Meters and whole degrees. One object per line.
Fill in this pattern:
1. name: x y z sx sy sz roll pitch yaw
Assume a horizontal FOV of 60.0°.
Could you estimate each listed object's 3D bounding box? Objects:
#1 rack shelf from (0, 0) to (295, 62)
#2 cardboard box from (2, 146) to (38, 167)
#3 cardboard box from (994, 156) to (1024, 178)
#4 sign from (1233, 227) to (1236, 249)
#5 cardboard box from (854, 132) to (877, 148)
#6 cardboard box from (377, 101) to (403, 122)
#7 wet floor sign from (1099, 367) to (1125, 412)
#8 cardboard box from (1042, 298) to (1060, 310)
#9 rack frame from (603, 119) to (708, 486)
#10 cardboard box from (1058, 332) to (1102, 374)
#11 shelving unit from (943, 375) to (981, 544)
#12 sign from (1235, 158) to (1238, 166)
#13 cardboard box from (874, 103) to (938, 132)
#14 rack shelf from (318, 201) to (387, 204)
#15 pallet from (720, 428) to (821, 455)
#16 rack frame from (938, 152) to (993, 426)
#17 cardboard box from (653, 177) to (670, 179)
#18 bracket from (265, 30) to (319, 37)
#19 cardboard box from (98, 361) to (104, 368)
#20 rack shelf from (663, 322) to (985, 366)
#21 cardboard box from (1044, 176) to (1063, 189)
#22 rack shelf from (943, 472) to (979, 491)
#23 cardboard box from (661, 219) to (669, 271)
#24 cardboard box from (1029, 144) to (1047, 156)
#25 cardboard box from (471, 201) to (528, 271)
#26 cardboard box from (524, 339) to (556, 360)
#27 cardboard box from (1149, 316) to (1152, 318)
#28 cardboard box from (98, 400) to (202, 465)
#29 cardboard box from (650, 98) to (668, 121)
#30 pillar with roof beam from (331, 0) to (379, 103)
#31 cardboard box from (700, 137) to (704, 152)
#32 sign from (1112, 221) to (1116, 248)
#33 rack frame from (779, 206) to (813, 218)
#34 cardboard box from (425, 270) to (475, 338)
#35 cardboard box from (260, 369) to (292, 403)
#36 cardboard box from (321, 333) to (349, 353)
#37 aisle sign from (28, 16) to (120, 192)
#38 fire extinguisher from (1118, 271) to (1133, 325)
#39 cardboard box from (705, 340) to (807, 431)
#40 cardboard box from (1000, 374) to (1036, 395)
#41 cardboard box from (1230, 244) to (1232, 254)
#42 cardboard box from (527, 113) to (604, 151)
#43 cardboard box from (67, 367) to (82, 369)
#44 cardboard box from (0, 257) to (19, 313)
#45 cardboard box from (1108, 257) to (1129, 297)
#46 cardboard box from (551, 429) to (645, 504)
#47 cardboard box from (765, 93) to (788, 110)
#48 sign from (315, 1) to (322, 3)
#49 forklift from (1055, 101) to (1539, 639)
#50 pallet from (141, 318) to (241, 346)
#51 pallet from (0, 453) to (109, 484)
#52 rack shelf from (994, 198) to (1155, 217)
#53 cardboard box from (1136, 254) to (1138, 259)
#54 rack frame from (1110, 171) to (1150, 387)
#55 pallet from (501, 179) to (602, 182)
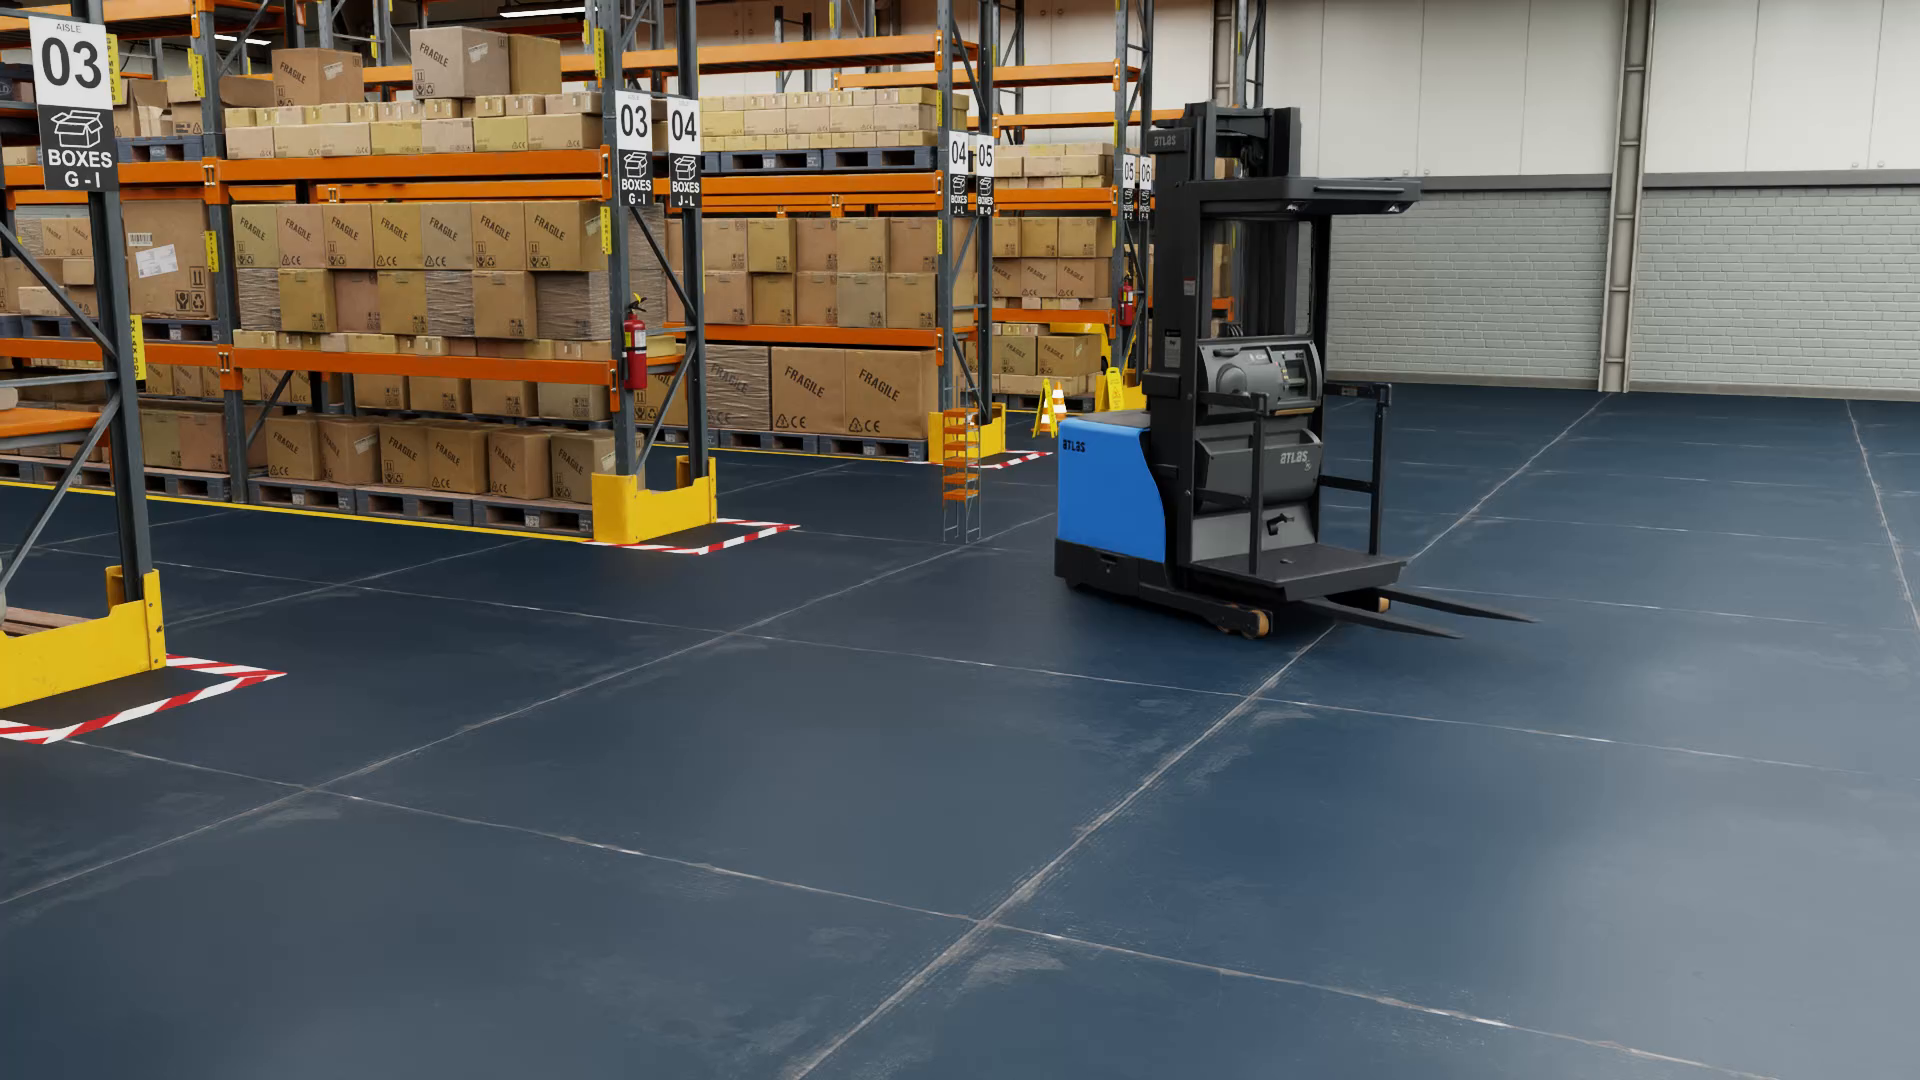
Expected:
1. rack shelf: -7.608 -4.414 14.495 4.000 0.370 1.077 5 11 26
2. cardboard box: -8.167 -3.416 14.679 0.500 0.250 0.500 5 12 27
3. cardboard box: 0.661 -4.749 21.209 0.500 0.250 0.500 5 12 27
4. sign: 4.098 -4.517 24.848 0.005 0.325 0.100 5 11 26
5. cardboard box: -0.847 -3.945 16.427 0.250 0.149 0.380 5 11 27
6. cardboard box: -4.227 -3.267 12.740 0.250 0.149 0.380 5 12 27
7. wet floor sign: 1.854 -1.779 20.245 0.267 0.644 0.232 -10 14 -43
8. cardboard box: 1.231 -3.020 21.202 0.250 0.149 0.380 5 11 25
9. rack frame: -2.228 -1.540 12.318 0.127 3.000 1.000 5 11 26
10. cardboard box: 1.535 -2.455 21.809 0.500 0.500 0.500 5 11 24
11. shelving unit: 0.013 -0.589 12.117 0.189 1.200 0.258 5 11 26
12. sign: 4.098 -5.703 24.633 0.005 0.325 0.100 5 11 26
13. cardboard box: -0.505 -4.123 16.291 0.500 0.250 0.500 5 11 27
14. rack shelf: -10.398 -5.348 26.955 4.000 0.370 1.077 5 11 26
15. pallet: -1.784 -1.099 17.710 1.213 0.211 1.003 5 11 26
16. rack frame: 0.058 -2.324 16.651 0.127 3.000 1.000 5 11 26
17. cardboard box: -4.171 -5.202 23.848 0.500 0.500 0.700 5 11 26
18. bracket: -15.052 -10.453 34.609 5.218 0.066 0.076 5 11 26
19. cardboard box: -11.138 -2.353 21.964 0.250 0.149 0.380 5 12 27
20. rack shelf: -1.736 -2.128 17.585 4.000 0.370 1.077 5 11 26
21. cardboard box: 1.253 -4.500 20.952 0.250 0.149 0.380 5 12 28
22. rack shelf: 0.013 -0.427 12.146 0.180 0.103 0.258 5 11 26
23. cardboard box: -3.214 -3.210 18.092 0.550 0.550 0.875 5 11 26
24. cardboard box: 1.067 -4.919 21.031 0.250 0.149 0.380 5 11 26
25. cardboard box: -3.281 -2.270 12.427 0.500 0.500 0.500 5 11 26
26. cardboard box: -3.045 -1.437 12.455 0.250 0.149 0.380 5 11 26
27. cardboard box: 3.110 -3.410 26.381 0.500 0.250 0.500 5 11 25
28. cardboard box: -7.277 -0.978 14.997 0.500 0.500 0.700 4 11 21
29. cardboard box: -2.372 -3.197 12.352 0.250 0.149 0.380 5 11 25
30. pillar with roof beam: -13.922 -7.798 30.047 0.548 9.000 9.100 5 11 26
31. cardboard box: -2.673 -4.105 17.312 0.250 0.149 0.380 5 11 25
32. sign: 1.894 -3.761 20.450 0.005 0.325 0.100 5 11 26
33. rack frame: -2.824 -4.546 28.928 0.127 3.000 1.000 5 11 26
34. cardboard box: -3.639 -1.850 12.914 0.500 0.500 0.875 5 11 26
35. cardboard box: -8.286 -1.983 20.604 0.500 0.500 0.500 6 12 28
36. cardboard box: -4.866 -1.585 13.272 0.250 0.149 0.380 5 11 26
37. aisle sign: -4.225 -2.070 7.943 0.004 0.787 0.394 5 11 26
38. fire extinguisher: 2.056 -3.002 20.613 0.183 0.674 0.296 5 11 26
39. cardboard box: -2.186 -1.670 17.819 0.875 0.875 0.875 5 11 26
40. cardboard box: 0.852 -2.039 21.617 0.500 0.250 0.500 5 11 26
41. cardboard box: 4.144 -4.491 25.686 0.250 0.149 0.380 5 11 25
42. cardboard box: -2.772 -2.940 12.050 0.500 0.250 0.500 5 12 27
43. cardboard box: -11.623 -2.232 22.130 0.250 0.149 0.380 5 11 24
44. cardboard box: -8.900 -2.390 15.555 0.500 0.500 0.500 4 11 19
45. cardboard box: 1.855 -3.400 21.478 0.500 0.500 0.500 5 11 25
46. cardboard box: -2.780 -0.569 12.790 0.500 0.500 0.500 8 13 36
47. cardboard box: -1.762 -4.418 16.800 0.250 0.149 0.380 5 11 26
48. sign: -7.348 -6.318 19.026 0.005 0.325 0.100 5 11 26
49. forklift: 1.870 -0.990 9.468 1.130 2.935 3.031 -7 13 -35
50. pallet: -6.436 -1.844 14.537 1.213 0.211 1.003 5 11 26
51. pallet: -8.702 -0.737 15.708 1.213 0.211 1.003 5 11 26
52. rack shelf: 2.557 -5.196 26.112 4.000 0.370 1.077 5 11 26
53. cardboard box: 2.754 -4.364 25.819 0.250 0.149 0.380 5 11 26
54. rack frame: 2.157 -3.123 21.063 0.127 3.000 1.000 5 11 26
55. pallet: -4.373 -4.086 18.498 1.217 0.209 0.805 5 11 24
